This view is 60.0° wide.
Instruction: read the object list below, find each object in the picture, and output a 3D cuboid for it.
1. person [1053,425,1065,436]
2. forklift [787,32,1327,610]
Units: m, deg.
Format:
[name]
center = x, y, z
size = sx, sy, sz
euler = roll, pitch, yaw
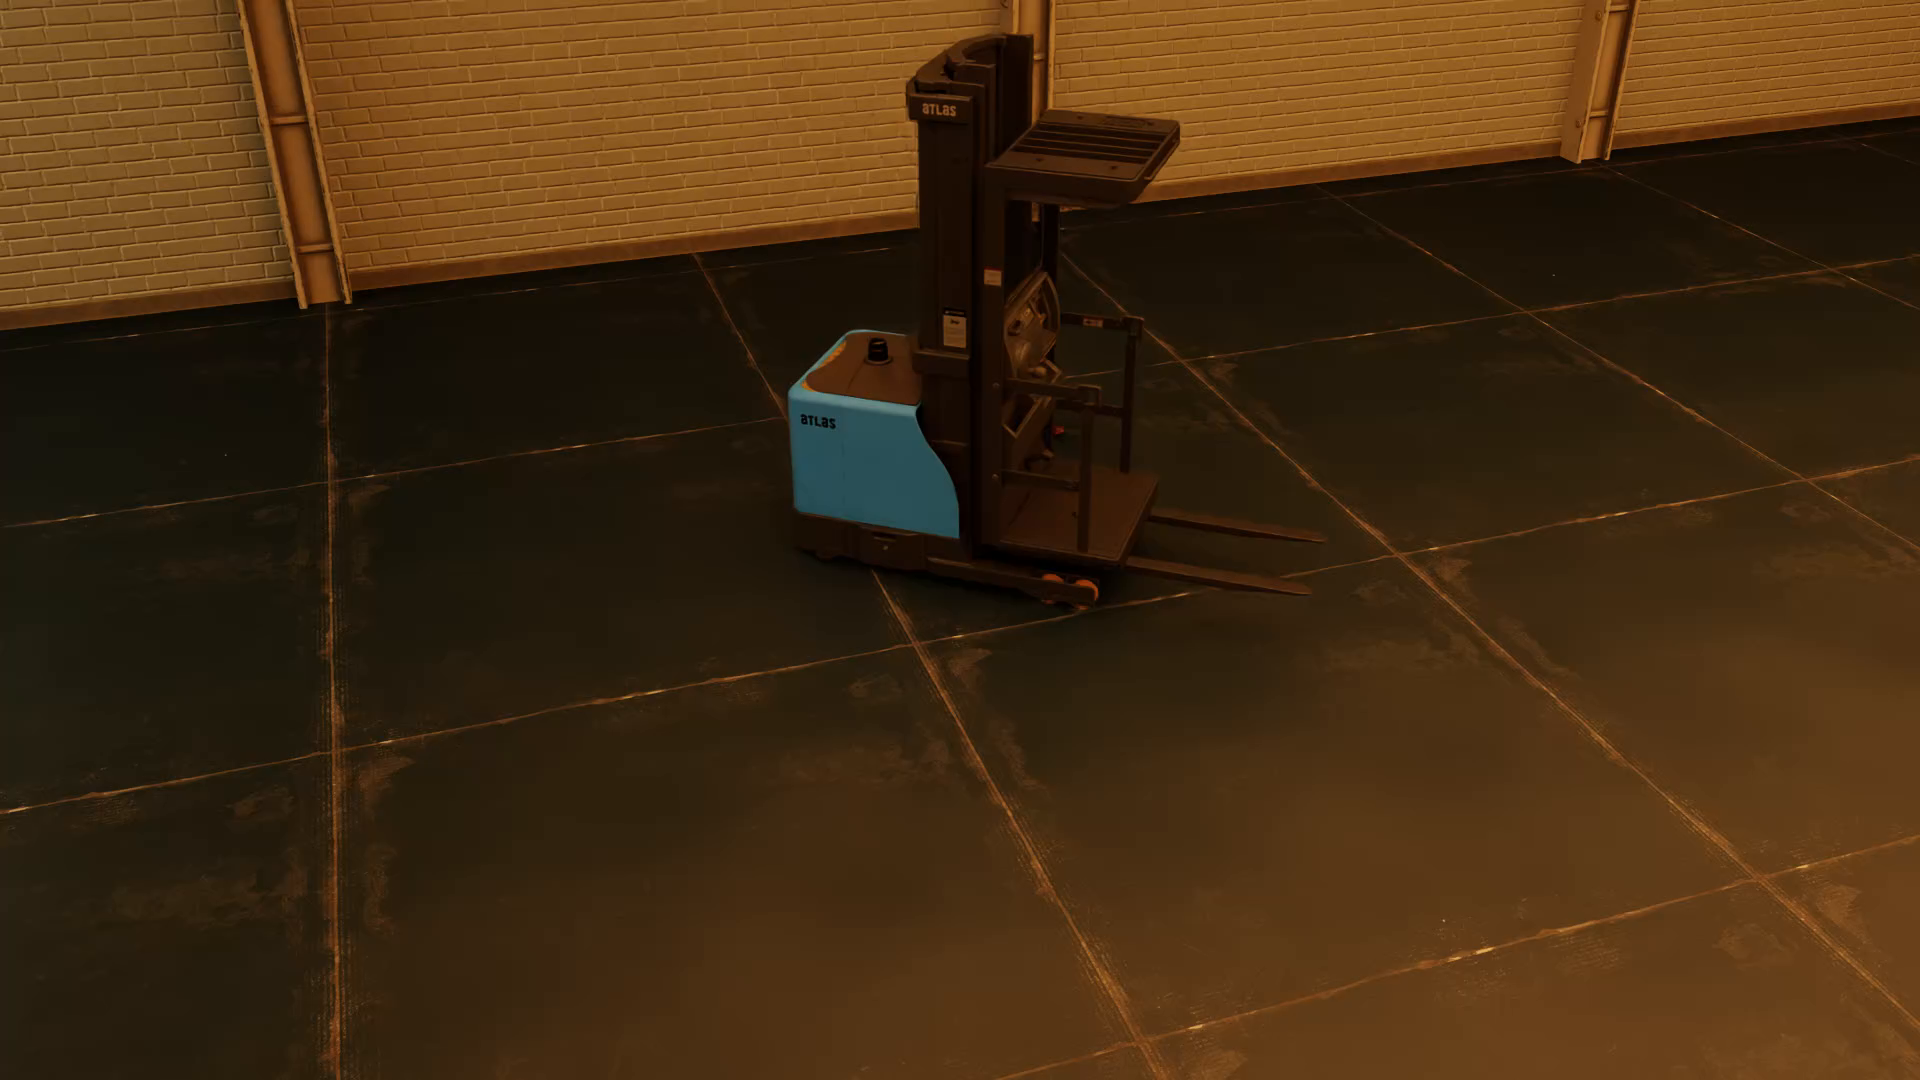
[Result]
[person]
center = 0.300, -1.369, 11.121
size = 0.852, 1.346, 1.169
euler = 2, 30, 4
[forklift]
center = 0.583, -1.178, 9.134
size = 3.031, 2.935, 1.130
euler = 9, 31, 16
